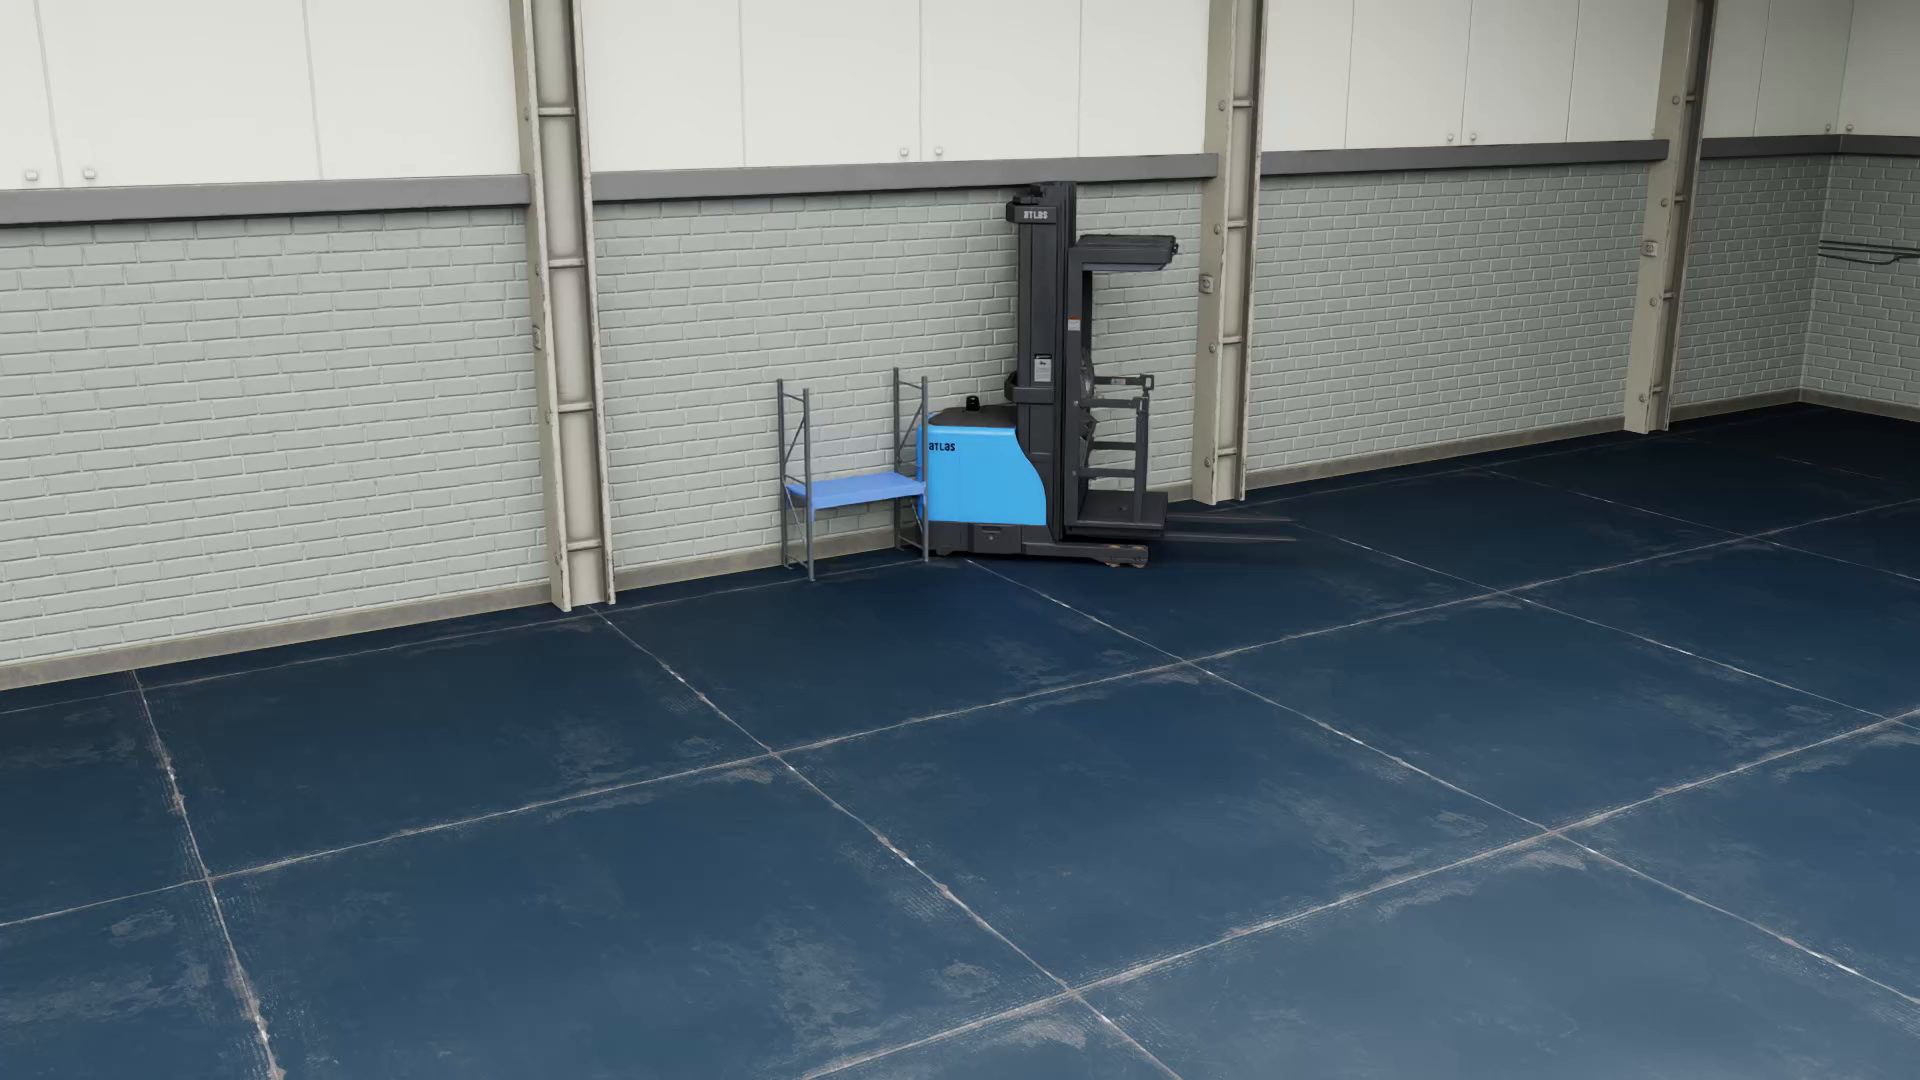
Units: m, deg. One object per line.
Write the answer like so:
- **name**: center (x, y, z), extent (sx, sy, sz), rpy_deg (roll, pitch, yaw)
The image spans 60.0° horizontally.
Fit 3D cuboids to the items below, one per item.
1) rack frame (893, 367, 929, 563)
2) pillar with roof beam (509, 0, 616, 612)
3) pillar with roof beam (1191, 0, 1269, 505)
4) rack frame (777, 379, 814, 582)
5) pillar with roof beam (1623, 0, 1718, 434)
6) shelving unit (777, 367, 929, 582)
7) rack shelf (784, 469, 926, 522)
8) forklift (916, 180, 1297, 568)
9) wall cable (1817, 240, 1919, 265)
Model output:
- **rack frame**: center (-0.393, -0.601, 13.275), extent (0.032, 1.500, 0.500), rpy_deg (-9, 18, -30)
- **pillar with roof beam**: center (-0.563, -2.879, 7.510), extent (0.400, 9.000, 9.100), rpy_deg (-9, 18, -30)
- **pillar with roof beam**: center (4.580, -3.713, 10.485), extent (0.400, 9.000, 9.100), rpy_deg (-9, 18, -30)
- **rack frame**: center (-1.264, -0.460, 12.771), extent (0.032, 1.500, 0.500), rpy_deg (-9, 18, -30)
- **pillar with roof beam**: center (9.723, -4.548, 13.461), extent (0.400, 9.000, 9.100), rpy_deg (-9, 18, -30)
- **shelving unit**: center (-0.829, -0.530, 13.023), extent (1.048, 1.500, 0.538), rpy_deg (-9, 18, -30)
- **rack shelf**: center (-0.829, -0.357, 13.071), extent (1.000, 0.185, 0.538), rpy_deg (-9, 18, -30)
- **forklift**: center (1.205, -1.347, 13.284), extent (3.031, 2.935, 1.130), rpy_deg (2, 16, 8)
- **wall cable**: center (10.712, -4.152, 17.802), extent (0.112, 2.526, 3.097), rpy_deg (-9, 18, -30)
